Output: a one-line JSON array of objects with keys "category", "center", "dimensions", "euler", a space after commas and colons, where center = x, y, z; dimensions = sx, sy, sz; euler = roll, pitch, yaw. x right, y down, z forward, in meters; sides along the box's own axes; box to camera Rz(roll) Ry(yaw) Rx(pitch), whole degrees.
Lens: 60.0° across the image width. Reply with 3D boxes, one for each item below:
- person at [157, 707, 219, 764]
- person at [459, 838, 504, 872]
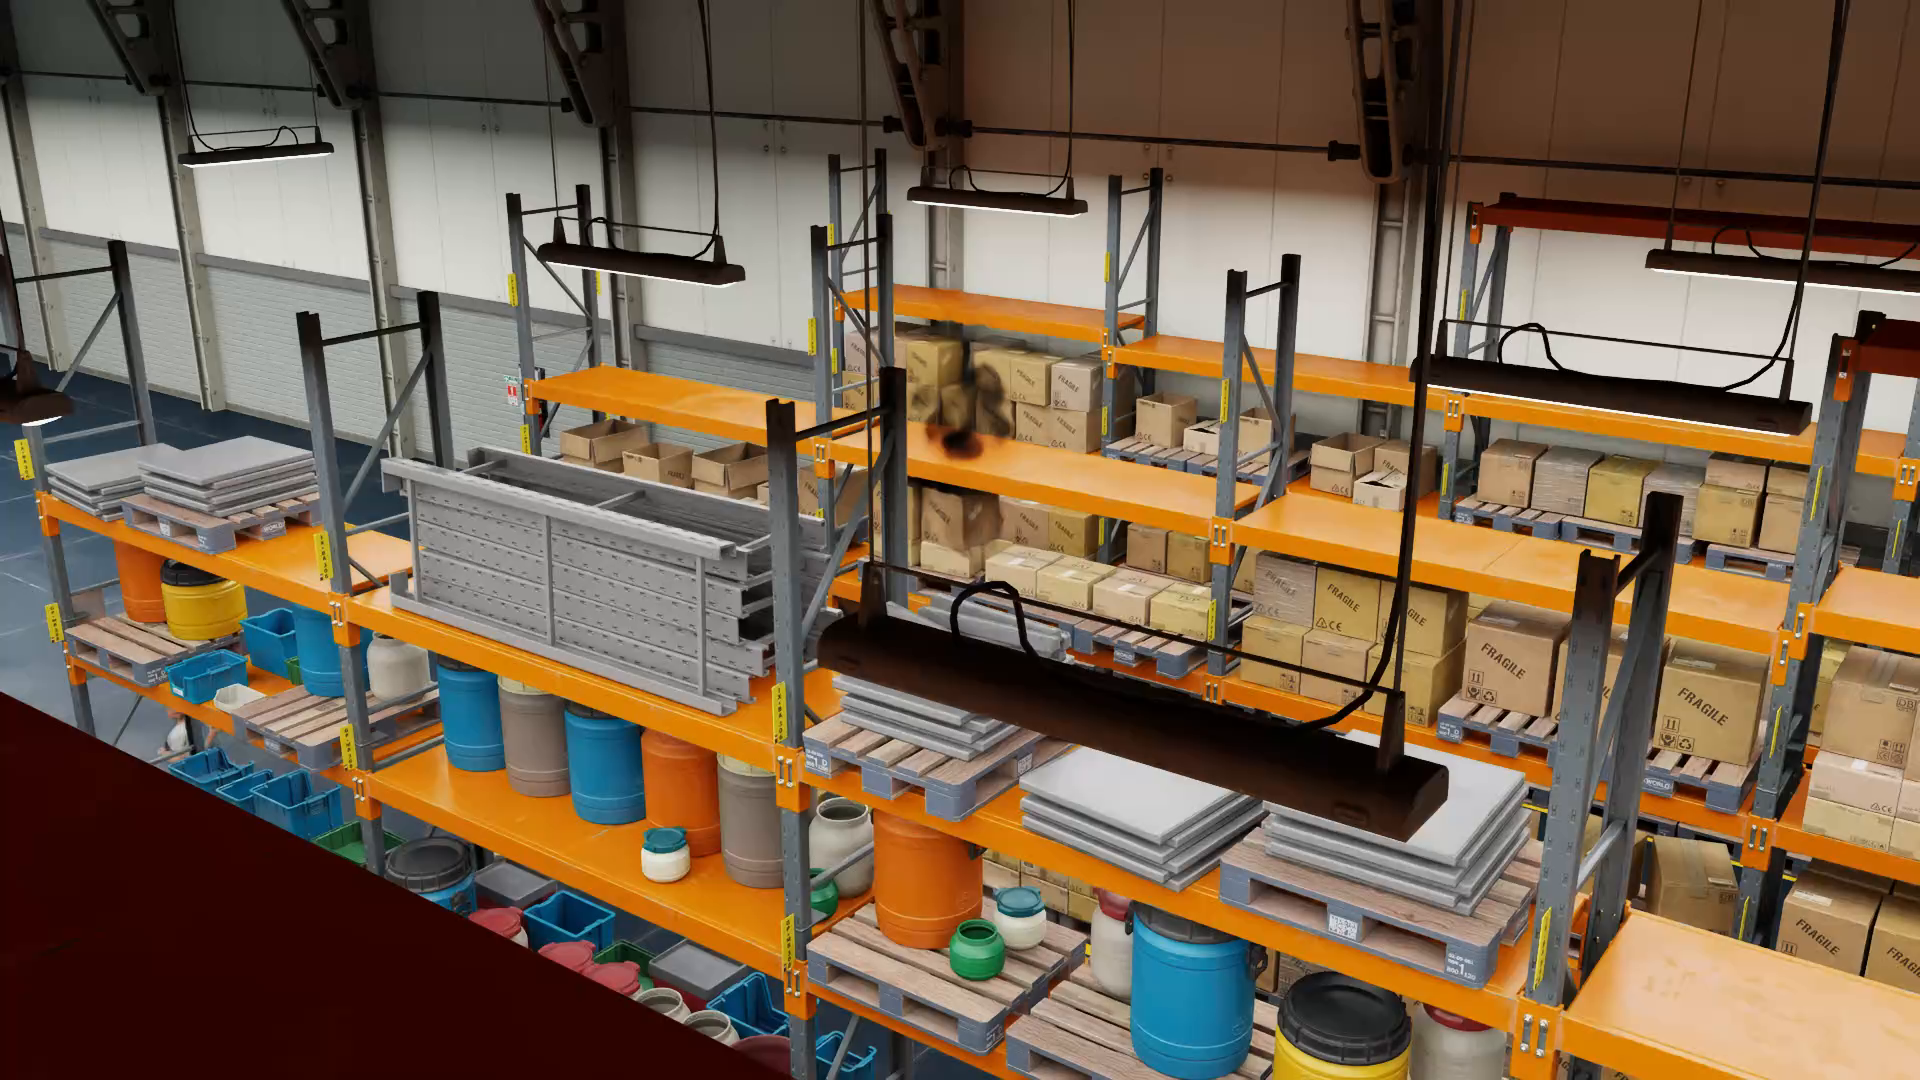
[{"category": "person", "center": [-7.276, 2.231, 15.879], "dimensions": [0.688, 1.705, 0.556], "euler": [-3, 19, -9]}, {"category": "person", "center": [-4.024, 2.652, 14.467], "dimensions": [0.580, 1.727, 0.647], "euler": [10, 21, 28]}]
